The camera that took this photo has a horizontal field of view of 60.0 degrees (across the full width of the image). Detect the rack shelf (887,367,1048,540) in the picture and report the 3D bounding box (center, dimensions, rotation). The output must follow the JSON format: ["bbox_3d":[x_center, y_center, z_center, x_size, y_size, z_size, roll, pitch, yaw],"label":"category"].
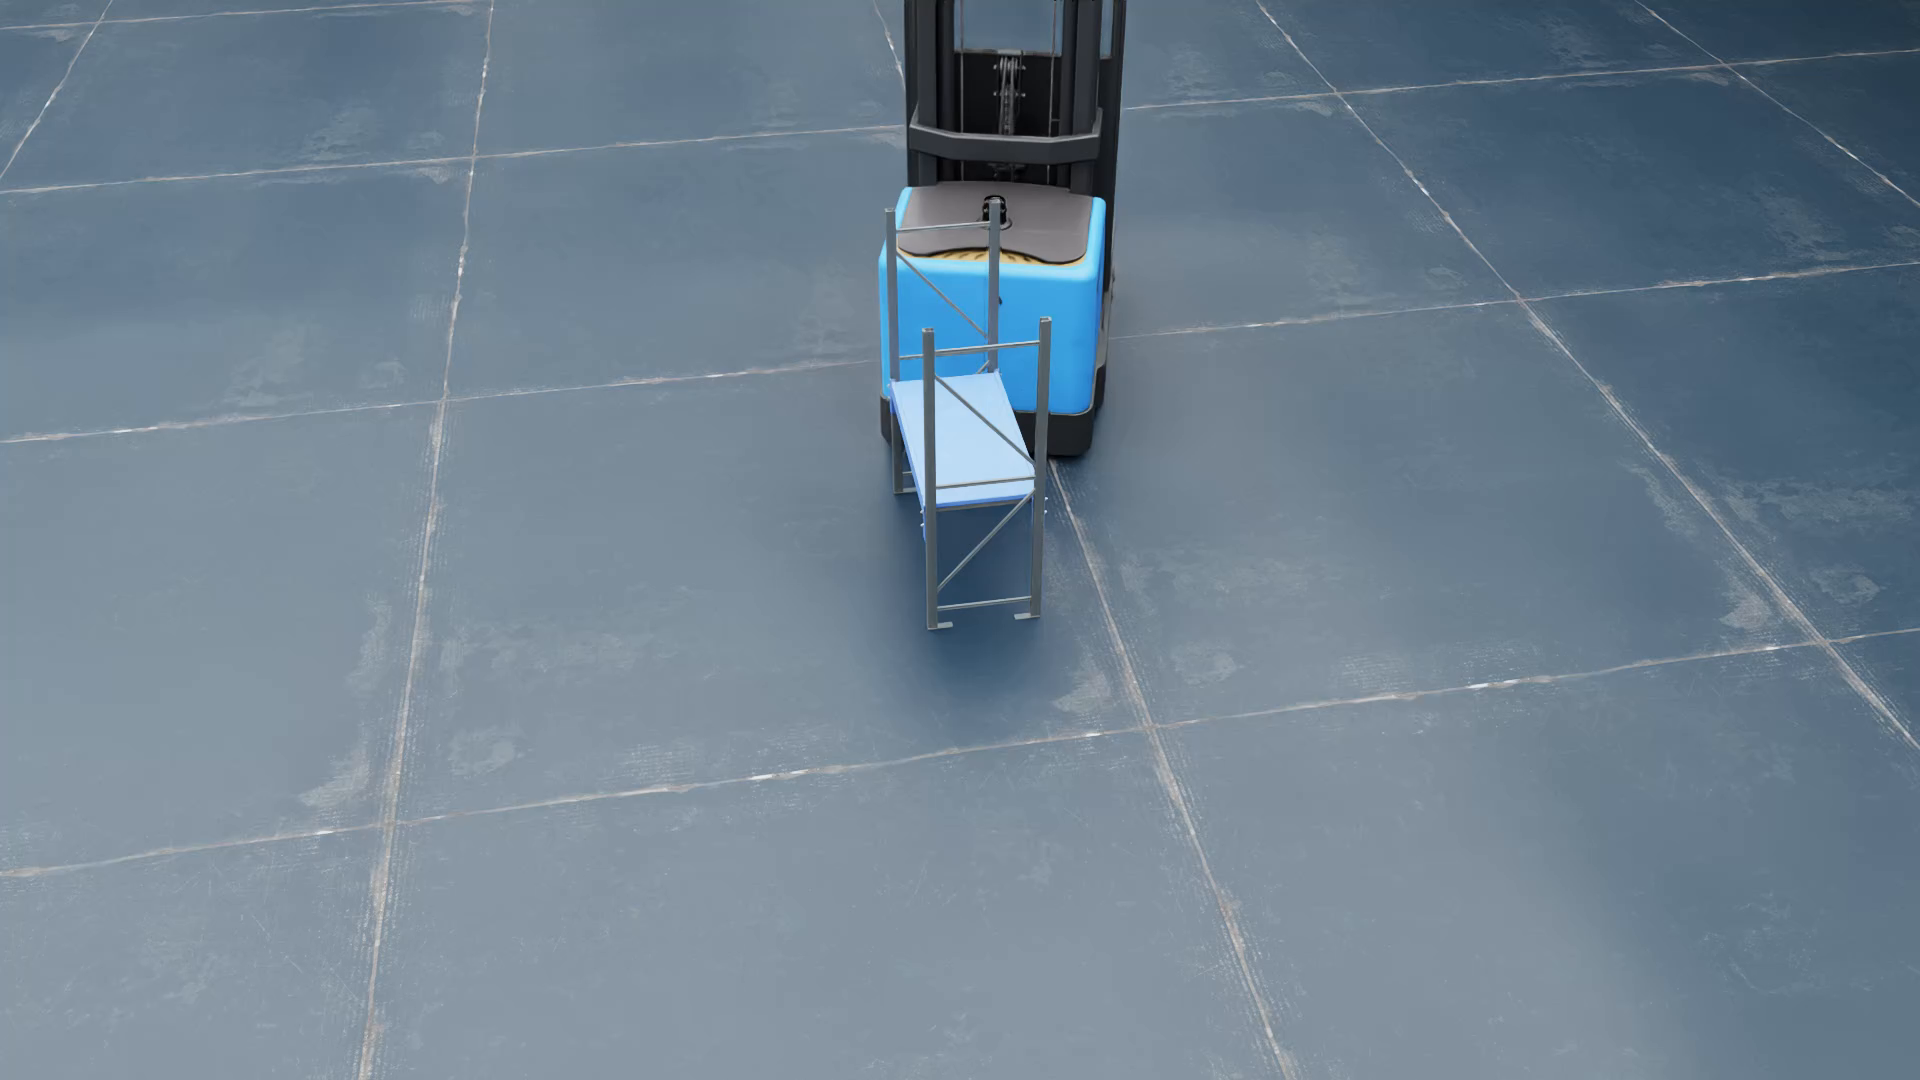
[{"bbox_3d":[0.015,-0.399,7.334,0.538,0.185,1.000,-6,38,-8],"label":"rack shelf"}]

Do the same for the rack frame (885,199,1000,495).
[{"bbox_3d":[-0.074,-0.848,7.619,0.500,1.500,0.032,-6,38,-8],"label":"rack frame"}]

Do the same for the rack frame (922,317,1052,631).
[{"bbox_3d":[0.104,-0.234,6.828,0.500,1.500,0.032,-6,38,-8],"label":"rack frame"}]

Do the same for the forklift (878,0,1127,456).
[{"bbox_3d":[0.299,-2.467,8.537,1.130,2.935,3.031,4,38,6],"label":"forklift"}]

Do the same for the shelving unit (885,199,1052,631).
[{"bbox_3d":[0.015,-0.541,7.224,0.538,1.500,1.048,-6,38,-8],"label":"shelving unit"}]
